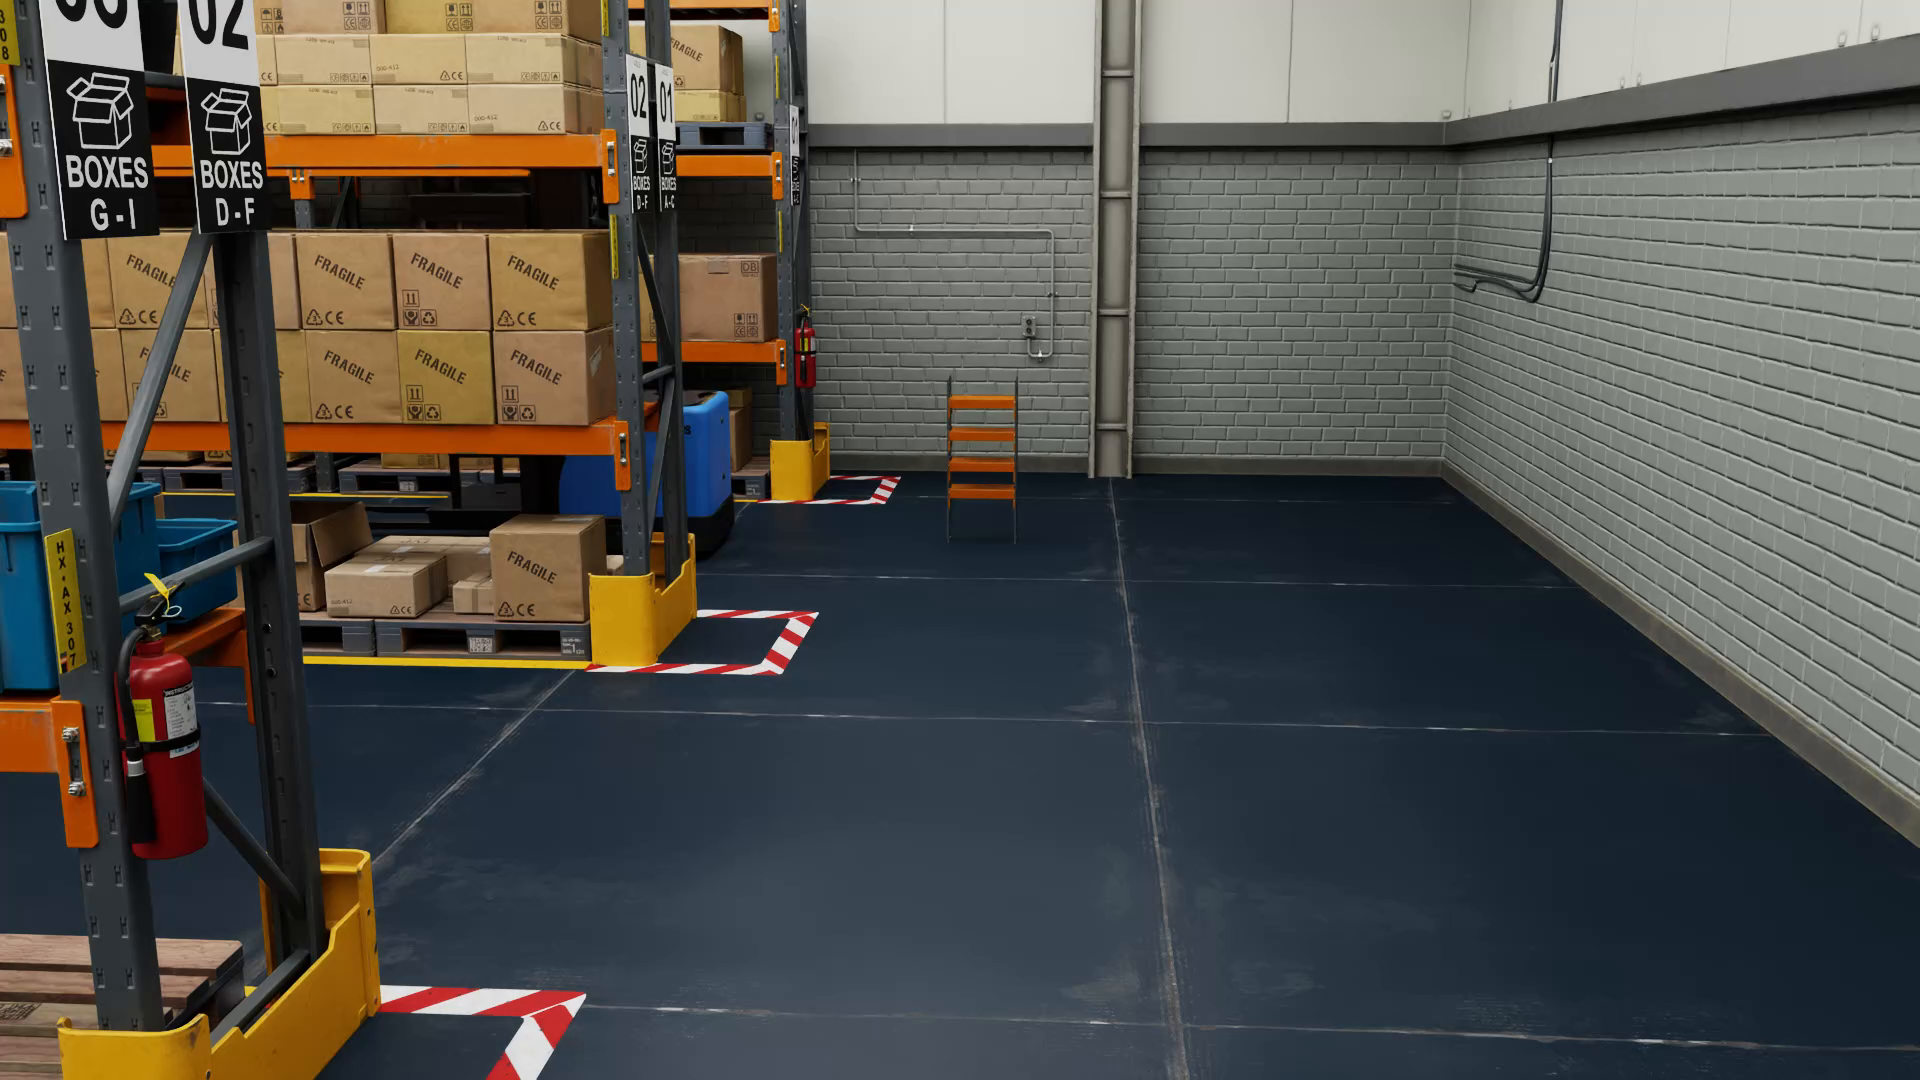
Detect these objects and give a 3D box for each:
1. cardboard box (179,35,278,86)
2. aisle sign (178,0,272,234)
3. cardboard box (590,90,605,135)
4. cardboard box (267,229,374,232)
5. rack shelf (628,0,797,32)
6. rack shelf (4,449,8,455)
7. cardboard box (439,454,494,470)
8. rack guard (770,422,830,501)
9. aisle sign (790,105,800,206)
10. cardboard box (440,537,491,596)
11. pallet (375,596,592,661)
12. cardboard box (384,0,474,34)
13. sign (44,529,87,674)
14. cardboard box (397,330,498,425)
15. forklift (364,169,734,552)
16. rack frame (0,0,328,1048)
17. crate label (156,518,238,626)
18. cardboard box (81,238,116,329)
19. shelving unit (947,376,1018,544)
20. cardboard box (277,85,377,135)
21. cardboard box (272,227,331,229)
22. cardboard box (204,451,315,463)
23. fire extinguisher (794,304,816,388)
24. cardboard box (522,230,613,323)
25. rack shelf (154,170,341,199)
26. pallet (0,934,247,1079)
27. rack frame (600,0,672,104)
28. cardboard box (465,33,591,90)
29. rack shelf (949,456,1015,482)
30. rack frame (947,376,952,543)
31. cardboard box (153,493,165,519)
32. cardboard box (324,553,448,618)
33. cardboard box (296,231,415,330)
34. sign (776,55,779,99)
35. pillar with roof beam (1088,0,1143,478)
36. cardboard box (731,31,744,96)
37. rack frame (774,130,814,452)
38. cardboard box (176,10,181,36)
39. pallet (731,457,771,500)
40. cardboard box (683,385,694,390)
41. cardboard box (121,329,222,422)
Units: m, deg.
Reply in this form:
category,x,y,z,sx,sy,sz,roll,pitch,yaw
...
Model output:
category,x,y,z,sx,sy,sz,roll,pitch,yaw
cardboard box,-3.748,-2.517,8.792,0.500,0.250,0.500,1,12,4
aisle sign,-1.964,-1.223,4.437,0.004,0.787,0.394,1,12,4
cardboard box,-2.217,-2.356,9.245,0.500,0.250,0.500,1,12,4
cardboard box,-3.674,-1.521,9.526,0.500,0.500,0.500,1,12,3
rack shelf,-3.389,-4.330,13.724,4.000,0.370,1.077,1,12,4
rack shelf,-7.708,-0.632,9.721,4.000,0.370,1.077,1,12,4
cardboard box,-4.145,-0.912,14.383,0.500,0.500,0.700,1,12,3
rack guard,-1.370,-0.690,14.348,0.348,0.500,1.175,1,12,4
aisle sign,-1.342,-3.124,13.529,0.004,0.787,0.394,1,12,4
cardboard box,-2.744,0.156,9.837,0.500,0.250,0.500,1,12,4
pallet,-2.593,0.451,9.597,1.213,0.211,1.003,1,12,4
cardboard box,-2.728,-2.937,8.968,0.500,0.500,0.700,1,12,4
sign,-2.077,0.142,3.863,0.005,0.325,0.100,1,12,4
cardboard box,-2.704,-0.908,9.039,0.500,0.500,0.500,1,12,4
forklift,-3.217,-1.401,11.809,3.031,2.935,1.130,0,12,1
rack frame,-2.056,0.110,4.418,0.127,3.000,1.000,1,12,4
crate label,-2.280,0.092,4.767,0.303,0.233,0.416,1,12,4
cardboard box,-4.746,-1.424,9.065,0.500,0.500,0.500,0,12,2
shelving unit,0.165,-0.585,12.134,0.503,1.200,0.258,1,12,4
cardboard box,-3.249,-2.263,8.803,0.500,0.250,0.500,1,12,4
cardboard box,-5.827,-2.600,14.520,0.500,0.250,0.500,1,12,6
cardboard box,-6.042,-1.105,14.448,0.750,0.750,0.750,1,12,4
fire extinguisher,-1.274,-1.598,13.679,0.183,0.674,0.296,1,12,4
cardboard box,-2.146,-1.501,9.429,0.500,0.500,0.500,1,12,5
rack shelf,-7.381,-3.112,14.252,4.000,0.370,1.077,1,12,4
pallet,-2.876,1.455,4.795,1.213,0.211,1.003,1,12,4
rack frame,-1.721,-3.839,8.641,0.127,3.000,1.000,1,12,4
cardboard box,-2.251,-2.497,8.697,0.500,0.250,0.500,1,12,4
rack shelf,0.165,-0.519,12.148,0.480,0.148,0.258,1,12,4
rack frame,-0.078,-0.588,12.150,0.015,1.200,0.240,1,12,4
cardboard box,-5.125,0.001,9.967,0.500,0.500,0.500,1,12,4
cardboard box,-3.226,0.252,9.378,0.500,0.250,0.500,1,12,4
cardboard box,-3.205,-1.403,8.965,0.500,0.500,0.500,1,12,5
sign,-1.444,-3.666,13.175,0.005,0.325,0.100,1,12,4
pillar with roof beam,1.070,-4.111,9.943,0.400,9.000,9.100,1,12,4
cardboard box,-2.106,-3.990,13.955,0.500,0.500,0.500,0,12,2
rack frame,-1.394,-1.914,14.093,0.127,3.000,1.000,1,12,4
cardboard box,-4.236,-2.923,8.905,0.500,0.500,0.700,1,12,4
pallet,-2.197,-0.544,14.355,1.213,0.211,1.003,1,12,4
cardboard box,-2.466,-1.249,14.407,0.250,0.149,0.380,1,12,4
cardboard box,-4.212,-0.930,9.142,0.500,0.500,0.500,1,12,3
